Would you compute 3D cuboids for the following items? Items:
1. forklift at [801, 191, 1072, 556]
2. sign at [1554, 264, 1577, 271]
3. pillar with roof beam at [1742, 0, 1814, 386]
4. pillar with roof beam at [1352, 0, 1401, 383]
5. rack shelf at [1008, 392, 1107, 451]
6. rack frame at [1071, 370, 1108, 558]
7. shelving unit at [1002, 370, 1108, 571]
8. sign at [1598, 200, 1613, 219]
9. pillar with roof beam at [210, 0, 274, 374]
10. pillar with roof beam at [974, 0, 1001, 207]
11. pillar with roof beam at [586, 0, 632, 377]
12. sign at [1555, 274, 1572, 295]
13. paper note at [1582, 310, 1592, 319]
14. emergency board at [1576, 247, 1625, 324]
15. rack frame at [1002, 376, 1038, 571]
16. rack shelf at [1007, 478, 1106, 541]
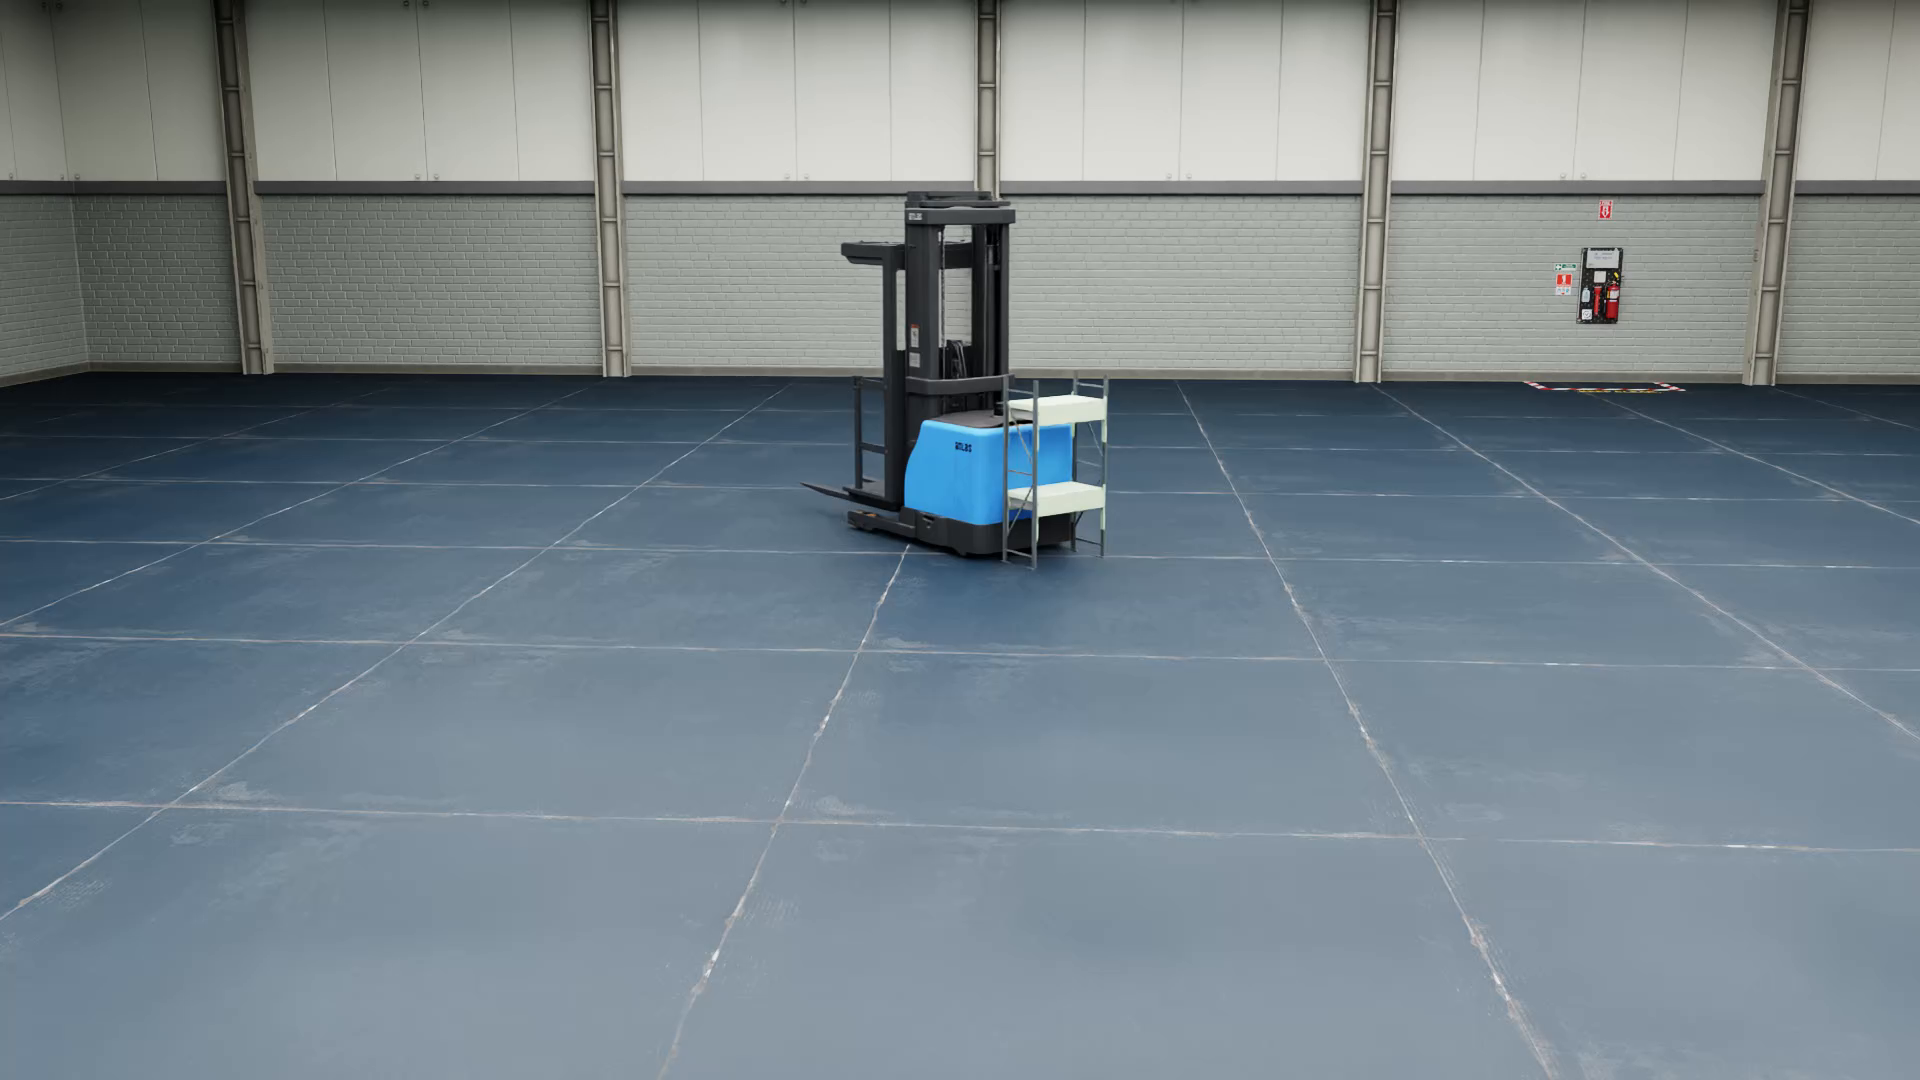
[{"bbox_3d":[-0.336,-1.553,14.532,1.130,2.935,3.031,-9,15,-36],"label":"forklift"},{"bbox_3d":[9.392,-4.232,25.792,0.331,0.109,0.001,1,12,4],"label":"sign"},{"bbox_3d":[12.109,-5.944,20.705,0.400,9.000,9.100,1,12,4],"label":"pillar with roof beam"},{"bbox_3d":[6.122,-6.026,21.097,0.400,9.000,9.100,1,12,4],"label":"pillar with roof beam"},{"bbox_3d":[0.764,-0.954,13.260,0.720,0.370,0.431,-9,15,-37],"label":"rack shelf"},{"bbox_3d":[1.054,-0.618,13.558,0.023,1.500,0.400,-9,15,-37],"label":"rack frame"},{"bbox_3d":[0.764,-0.572,13.340,0.755,1.500,0.431,-9,15,-37],"label":"shelving unit"},{"bbox_3d":[9.932,-5.084,25.583,0.199,0.298,0.001,1,12,4],"label":"sign"},{"bbox_3d":[-11.838,-6.272,22.275,0.400,9.000,9.100,1,12,4],"label":"pillar with roof beam"},{"bbox_3d":[0.136,-6.108,21.490,0.400,9.000,9.100,1,12,4],"label":"pillar with roof beam"},{"bbox_3d":[-5.851,-6.190,21.882,0.400,9.000,9.100,1,12,4],"label":"pillar with roof beam"},{"bbox_3d":[9.388,-3.975,25.856,0.234,0.329,0.001,1,12,4],"label":"sign"},{"bbox_3d":[9.761,-3.514,25.892,0.142,0.148,0.016,1,12,4],"label":"paper note"},{"bbox_3d":[9.933,-3.928,25.722,0.643,1.169,0.194,1,12,4],"label":"emergency board"},{"bbox_3d":[0.473,-0.526,13.121,0.023,1.500,0.400,-9,15,-37],"label":"rack frame"},{"bbox_3d":[0.764,-0.253,13.406,0.720,0.370,0.431,-9,15,-37],"label":"rack shelf"}]
